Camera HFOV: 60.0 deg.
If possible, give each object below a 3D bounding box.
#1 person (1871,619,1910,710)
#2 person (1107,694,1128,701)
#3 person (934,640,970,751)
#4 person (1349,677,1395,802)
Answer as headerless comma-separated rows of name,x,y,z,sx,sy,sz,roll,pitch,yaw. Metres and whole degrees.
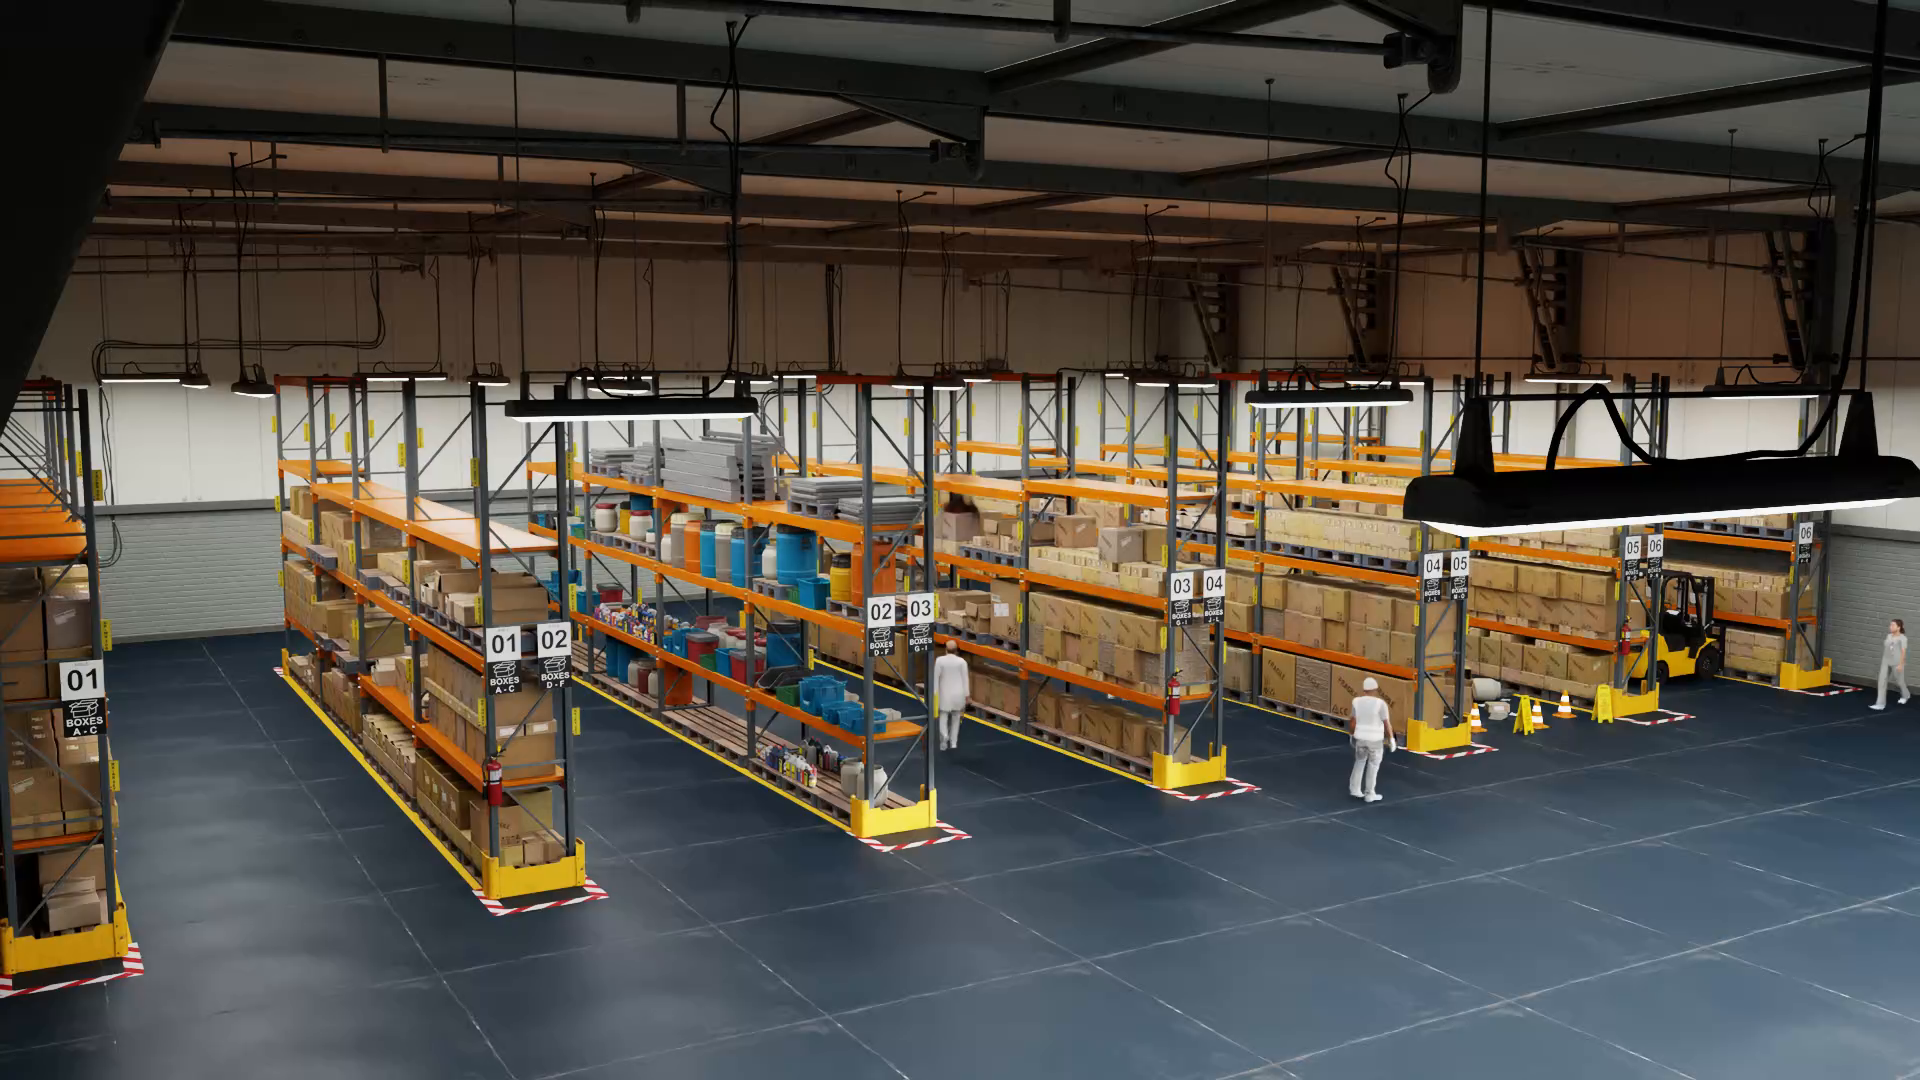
person,16.870,2.236,30.020,0.988,1.637,0.432,-5,8,-40
person,2.837,1.989,29.497,0.499,1.677,0.444,5,8,37
person,-0.140,2.460,26.335,0.595,1.775,0.549,1,6,5
person,5.910,2.867,23.810,0.661,1.803,0.396,6,8,42
